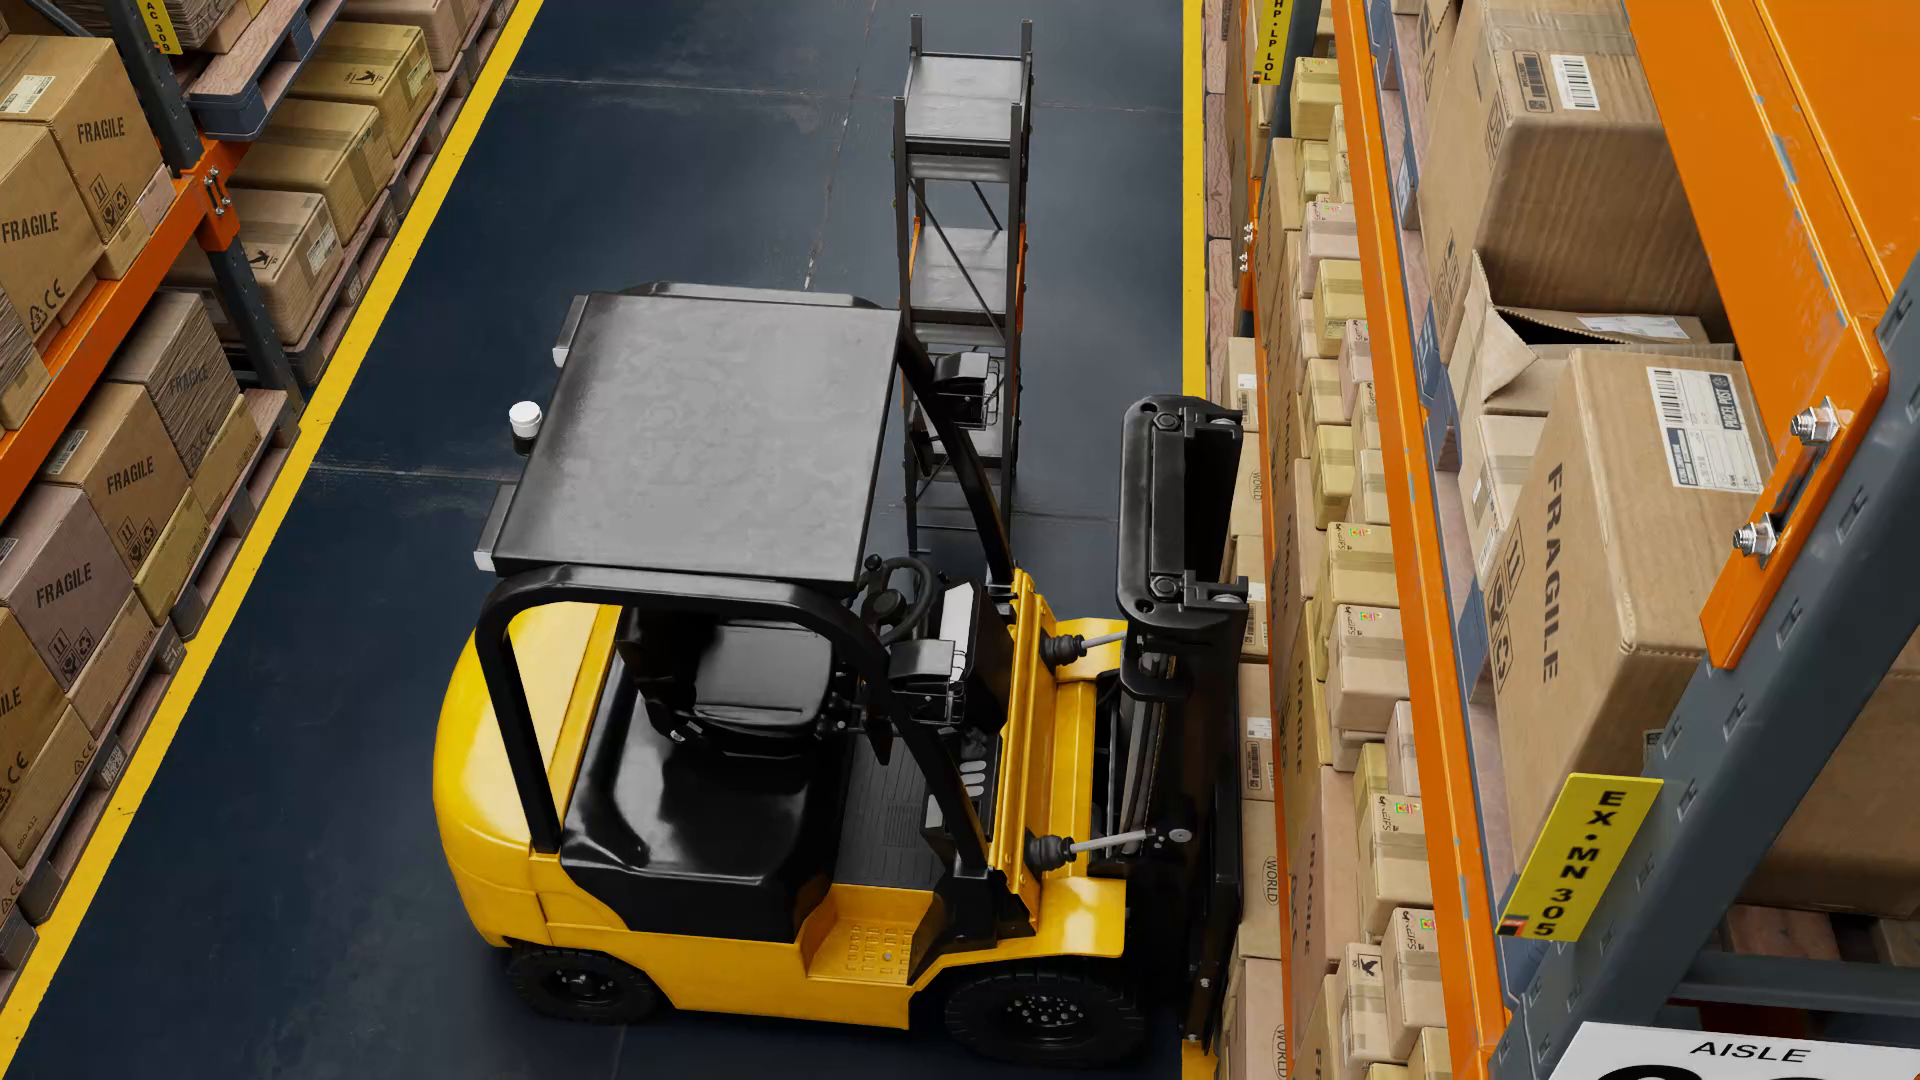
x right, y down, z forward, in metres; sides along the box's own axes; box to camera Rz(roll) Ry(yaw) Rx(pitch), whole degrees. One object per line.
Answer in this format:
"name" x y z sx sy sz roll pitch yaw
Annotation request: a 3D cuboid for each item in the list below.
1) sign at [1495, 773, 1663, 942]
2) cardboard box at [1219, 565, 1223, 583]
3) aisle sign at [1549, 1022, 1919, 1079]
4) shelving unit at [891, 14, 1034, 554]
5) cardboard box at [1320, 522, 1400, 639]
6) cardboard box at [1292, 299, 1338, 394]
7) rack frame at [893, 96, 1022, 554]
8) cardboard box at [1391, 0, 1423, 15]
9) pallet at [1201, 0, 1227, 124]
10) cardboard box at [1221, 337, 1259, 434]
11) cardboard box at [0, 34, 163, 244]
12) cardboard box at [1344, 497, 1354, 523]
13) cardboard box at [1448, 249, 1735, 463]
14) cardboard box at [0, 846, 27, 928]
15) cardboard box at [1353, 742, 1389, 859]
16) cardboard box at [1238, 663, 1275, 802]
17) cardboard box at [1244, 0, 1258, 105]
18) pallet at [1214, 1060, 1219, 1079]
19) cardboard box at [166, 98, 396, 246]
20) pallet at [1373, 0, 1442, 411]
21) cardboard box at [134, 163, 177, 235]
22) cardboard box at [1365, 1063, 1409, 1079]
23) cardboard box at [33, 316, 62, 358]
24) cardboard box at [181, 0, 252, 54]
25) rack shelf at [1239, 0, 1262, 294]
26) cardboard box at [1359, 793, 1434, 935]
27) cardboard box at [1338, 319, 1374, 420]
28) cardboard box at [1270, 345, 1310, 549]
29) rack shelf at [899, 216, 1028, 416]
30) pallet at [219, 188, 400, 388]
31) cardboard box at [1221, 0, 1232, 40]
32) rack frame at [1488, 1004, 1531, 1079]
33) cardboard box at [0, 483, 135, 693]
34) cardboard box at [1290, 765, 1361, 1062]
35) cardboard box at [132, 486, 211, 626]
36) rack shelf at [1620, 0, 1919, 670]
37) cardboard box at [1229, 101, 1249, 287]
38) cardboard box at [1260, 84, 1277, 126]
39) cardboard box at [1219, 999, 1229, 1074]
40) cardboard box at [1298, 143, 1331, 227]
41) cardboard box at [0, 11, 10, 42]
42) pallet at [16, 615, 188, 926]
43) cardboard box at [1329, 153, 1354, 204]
"sign" 0.673 0.353 1.816 0.100 0.325 0.005 4 48 4
"cardboard box" 1.182 0.067 5.896 0.500 0.250 0.500 4 48 3
"aisle sign" 0.914 0.835 2.192 0.394 0.787 0.004 4 48 4
"shelving unit" 0.015 -0.830 6.086 0.431 2.100 0.503 4 48 4
"cardboard box" 1.052 0.109 3.909 0.380 0.149 0.250 5 48 4
"cardboard box" 1.146 -0.539 4.703 0.380 0.149 0.250 3 48 3
"rack frame" -0.007 -0.651 5.922 0.400 2.100 0.015 4 48 4
"cardboard box" 1.139 -1.328 3.638 0.396 0.266 0.258 3 48 3
"pallet" 1.828 -2.652 9.032 1.003 0.211 1.213 4 48 4
"cardboard box" 1.221 -0.472 6.051 0.500 0.250 0.500 3 48 3
"cardboard box" -3.159 -1.378 5.708 0.500 0.500 0.500 3 48 3
"cardboard box" 1.170 0.036 4.177 0.380 0.149 0.250 4 48 3
"cardboard box" 1.009 -0.274 2.674 0.396 0.266 0.258 4 48 4
"cardboard box" -3.328 1.190 5.207 0.500 0.250 0.500 5 48 5
"cardboard box" 1.077 0.600 3.661 0.380 0.149 0.250 4 48 3
"cardboard box" 1.074 0.654 5.020 0.500 0.250 0.500 3 48 3
"cardboard box" 1.403 -1.963 6.614 0.500 0.250 0.500 4 48 3
"pallet" 1.241 2.060 4.723 1.003 0.211 1.213 4 48 4
"cardboard box" -3.259 -1.756 7.819 0.950 0.372 0.625 7 48 6
"pallet" 1.411 -0.716 3.399 1.003 0.211 1.213 4 48 4
"cardboard box" -3.092 -1.245 6.026 0.380 0.149 0.250 3 48 3
"cardboard box" 0.965 1.157 3.151 0.380 0.149 0.250 5 48 4
"cardboard box" -3.246 -0.693 5.521 0.380 0.149 0.250 3 48 3
"cardboard box" -3.001 -2.029 6.458 0.380 0.149 0.250 5 48 4
"rack shelf" 1.759 -2.483 7.475 1.077 0.370 4.000 4 48 4
"cardboard box" 1.024 0.676 3.390 0.380 0.149 0.250 5 48 4
"cardboard box" 1.214 -0.442 4.413 0.380 0.149 0.250 4 48 3
"cardboard box" 1.201 -0.225 4.855 0.500 0.500 0.500 3 48 3
"rack shelf" 0.015 -0.821 6.097 0.431 0.518 0.480 4 48 4
"pallet" -3.297 -1.218 7.721 1.003 0.211 1.213 4 48 4
"cardboard box" 1.871 -3.078 8.857 0.875 0.625 0.625 5 48 5
"rack frame" 1.213 1.684 3.177 1.000 3.000 0.127 4 48 4
"cardboard box" -3.243 0.148 5.652 0.500 0.500 0.500 6 48 6
"cardboard box" 1.052 0.890 3.835 0.500 0.500 0.500 5 48 5
"cardboard box" -3.191 0.044 6.256 0.500 0.250 0.500 3 48 2
"rack shelf" 1.395 -1.433 2.721 1.077 0.370 4.000 4 48 4
"cardboard box" 1.692 -1.550 7.459 0.875 0.625 0.625 3 48 3
"cardboard box" 1.367 -1.752 6.082 0.500 0.250 0.500 3 48 3
"cardboard box" 1.050 1.372 5.041 0.500 0.250 0.500 4 48 4
"cardboard box" 1.264 -1.101 5.217 0.380 0.149 0.250 5 48 4
"cardboard box" -3.622 -1.750 5.370 0.700 0.500 0.500 3 48 3
"pallet" -3.501 0.749 5.922 1.003 0.211 1.213 4 48 4
"cardboard box" 1.304 -1.008 4.930 0.380 0.149 0.250 3 48 3
